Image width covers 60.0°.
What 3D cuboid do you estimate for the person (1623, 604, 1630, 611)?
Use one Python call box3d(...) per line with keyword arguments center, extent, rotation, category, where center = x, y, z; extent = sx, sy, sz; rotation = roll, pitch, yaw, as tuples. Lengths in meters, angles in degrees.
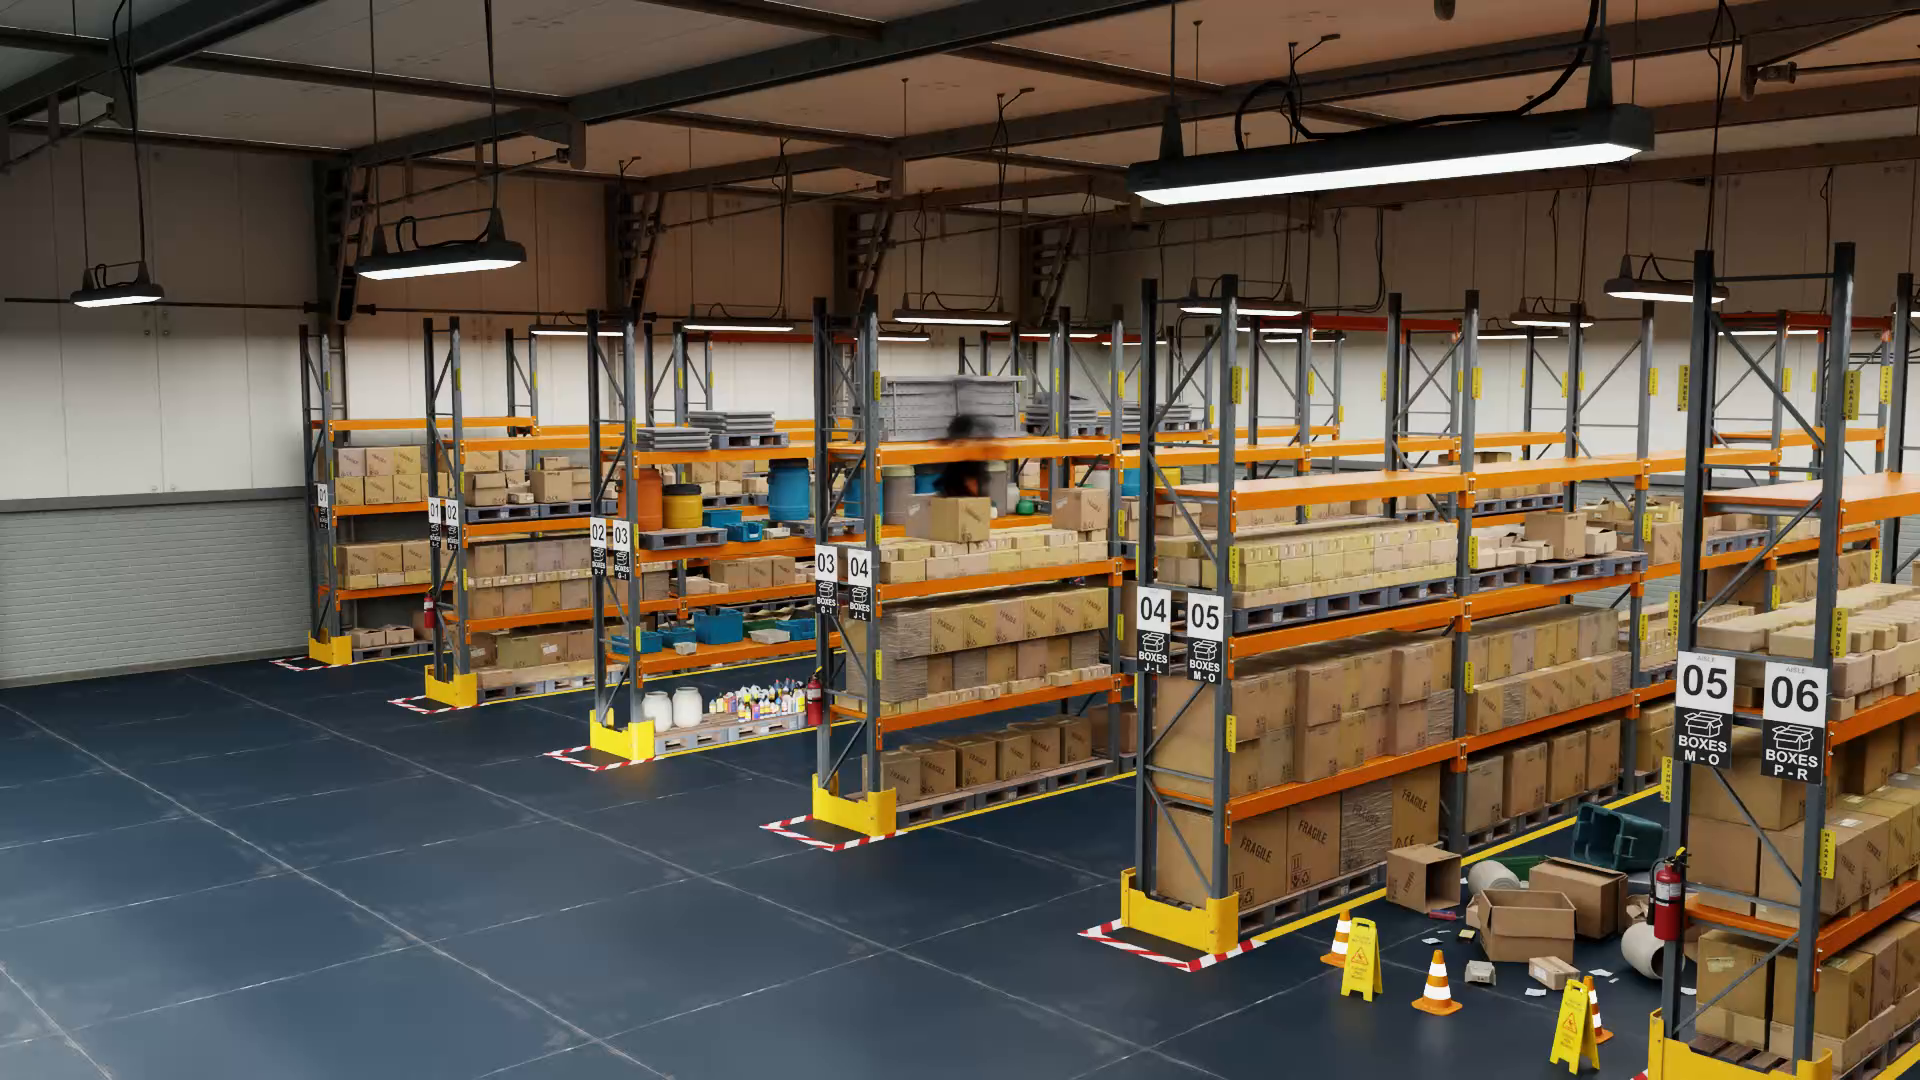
box3d(center=(10.176, 1.787, 25.139), extent=(0.786, 1.651, 0.600), rotation=(-4, 7, -36), category="person")
